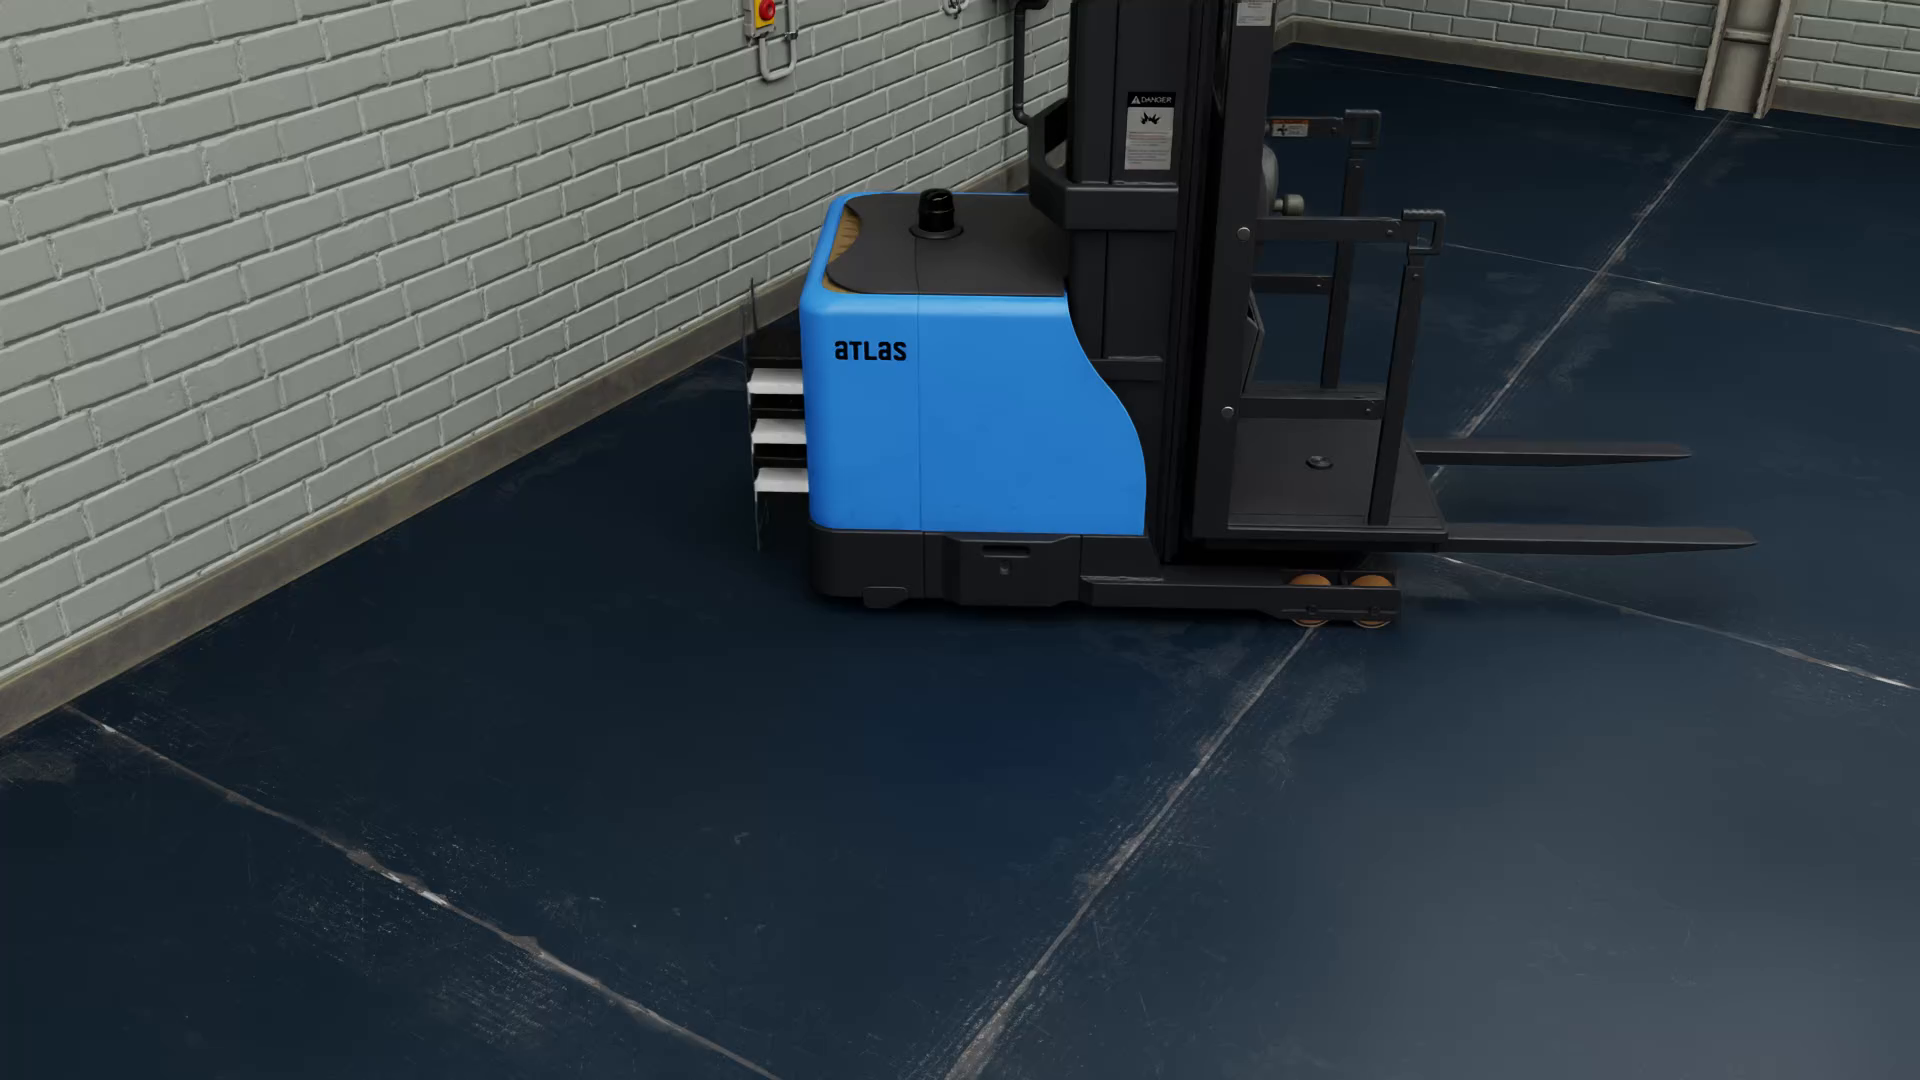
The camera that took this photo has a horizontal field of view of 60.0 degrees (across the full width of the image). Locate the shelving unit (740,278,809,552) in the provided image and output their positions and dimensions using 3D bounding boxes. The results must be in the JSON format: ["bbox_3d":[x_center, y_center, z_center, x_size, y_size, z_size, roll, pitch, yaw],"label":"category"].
[{"bbox_3d":[-0.581,-0.406,5.553,0.210,0.900,0.258,1,30,2],"label":"shelving unit"}]

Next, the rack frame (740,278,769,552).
[{"bbox_3d":[-0.683,-0.408,5.557,0.006,0.900,0.240,1,30,2],"label":"rack frame"}]

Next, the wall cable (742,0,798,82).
[{"bbox_3d":[-0.803,-2.715,6.387,0.123,1.953,0.585,18,35,27],"label":"wall cable"}]

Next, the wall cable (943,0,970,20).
[{"bbox_3d":[-0.059,-3.310,7.438,0.122,1.984,0.588,18,35,27],"label":"wall cable"}]

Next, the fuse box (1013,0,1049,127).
[{"bbox_3d":[0.437,-2.563,8.446,0.414,1.711,0.539,18,35,27],"label":"fuse box"}]

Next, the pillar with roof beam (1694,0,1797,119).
[{"bbox_3d":[2.528,-4.742,4.948,0.400,9.000,9.100,18,35,27],"label":"pillar with roof beam"}]

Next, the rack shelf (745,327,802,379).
[{"bbox_3d":[-0.581,-0.611,5.434,0.200,0.077,0.258,1,30,2],"label":"rack shelf"}]

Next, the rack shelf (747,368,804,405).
[{"bbox_3d":[-0.581,-0.533,5.480,0.200,0.077,0.258,1,30,2],"label":"rack shelf"}]

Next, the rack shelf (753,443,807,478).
[{"bbox_3d":[-0.581,-0.300,5.616,0.200,0.077,0.258,1,30,2],"label":"rack shelf"}]

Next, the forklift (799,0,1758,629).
[{"bbox_3d":[1.041,-1.260,5.002,3.031,2.935,1.130,1,30,2],"label":"forklift"}]

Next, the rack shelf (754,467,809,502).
[{"bbox_3d":[-0.581,-0.222,5.661,0.200,0.077,0.258,1,30,2],"label":"rack shelf"}]

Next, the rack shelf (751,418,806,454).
[{"bbox_3d":[-0.581,-0.378,5.570,0.200,0.077,0.258,1,30,2],"label":"rack shelf"}]

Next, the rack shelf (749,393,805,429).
[{"bbox_3d":[-0.581,-0.455,5.525,0.200,0.077,0.258,1,30,2],"label":"rack shelf"}]
